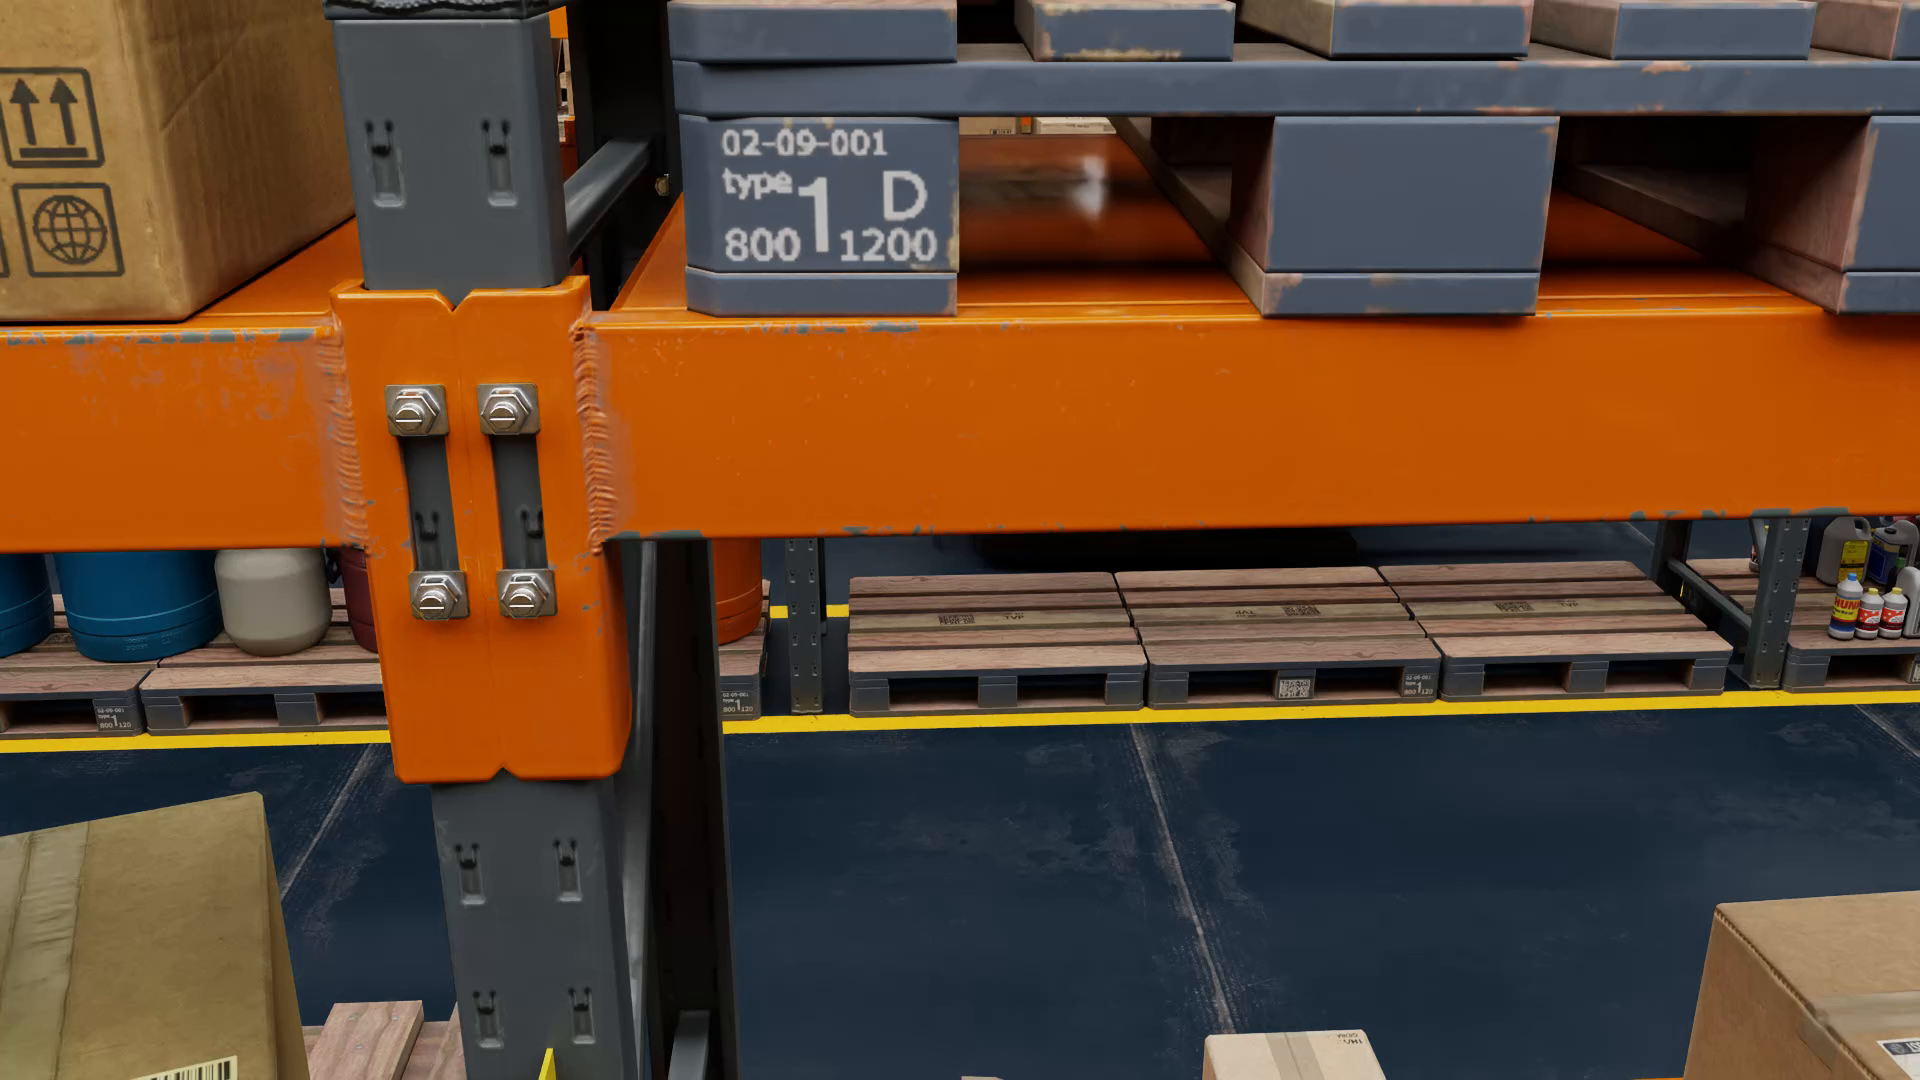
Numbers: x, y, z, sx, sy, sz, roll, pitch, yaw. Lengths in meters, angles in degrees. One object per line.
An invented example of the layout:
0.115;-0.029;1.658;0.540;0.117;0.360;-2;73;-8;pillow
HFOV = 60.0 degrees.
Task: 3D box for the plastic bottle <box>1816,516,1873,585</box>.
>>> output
3.979;0.018;7.461;0.185;0.351;0.144;-1;21;-3;plastic bottle

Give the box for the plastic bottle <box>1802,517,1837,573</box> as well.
3.970;-0.033;7.596;0.185;0.351;0.144;-2;21;-4;plastic bottle

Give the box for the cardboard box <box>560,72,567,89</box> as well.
-3.657;-4.255;15.345;0.250;0.149;0.380;-2;21;-5;cardboard box

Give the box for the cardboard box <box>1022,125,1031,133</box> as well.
0.560;-5.155;21.049;0.625;0.372;0.950;0;21;-1;cardboard box

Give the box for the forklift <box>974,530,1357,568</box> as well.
1.582;-1.418;8.227;3.031;2.935;1.130;-1;21;-1;forklift

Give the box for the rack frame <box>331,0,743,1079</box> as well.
-0.371;0.891;2.064;0.127;3.000;1.000;-1;21;-3;rack frame

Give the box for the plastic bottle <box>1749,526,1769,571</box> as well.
3.688;0.034;7.629;0.097;0.201;0.097;0;21;0;plastic bottle

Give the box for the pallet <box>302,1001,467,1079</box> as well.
-1.043;1.020;1.997;1.003;0.211;1.213;-1;21;-3;pallet

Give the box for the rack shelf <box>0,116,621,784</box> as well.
-2.367;-0.134;1.552;4.000;0.370;1.077;-1;21;-3;rack shelf

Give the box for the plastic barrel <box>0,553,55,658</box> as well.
-4.099;-0.008;6.784;0.708;0.901;0.600;-1;21;-3;plastic barrel

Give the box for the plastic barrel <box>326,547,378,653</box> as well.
-2.264;0.101;6.938;0.708;0.588;0.600;-1;21;-3;plastic barrel

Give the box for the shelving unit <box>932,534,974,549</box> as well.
-0.038;-0.420;8.459;0.210;0.900;0.258;-1;21;-1;shelving unit

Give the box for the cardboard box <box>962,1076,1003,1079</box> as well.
-0.005;0.941;2.059;0.500;0.311;0.500;0;21;0;cardboard box

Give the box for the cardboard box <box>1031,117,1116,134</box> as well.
0.754;-2.706;11.134;0.500;0.250;0.500;-2;21;-5;cardboard box

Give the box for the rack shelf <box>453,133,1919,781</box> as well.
1.626;-0.215;1.765;4.000;0.370;1.077;-1;21;-3;rack shelf

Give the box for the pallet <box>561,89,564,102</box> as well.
-4.337;-4.185;15.666;1.213;0.211;1.003;-1;21;-3;pallet

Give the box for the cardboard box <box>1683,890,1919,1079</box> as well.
1.304;0.805;2.151;0.500;0.500;0.500;-2;21;-6;cardboard box

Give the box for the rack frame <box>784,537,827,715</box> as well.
-0.650;-0.868;6.686;0.127;3.000;1.000;-1;21;-3;rack frame

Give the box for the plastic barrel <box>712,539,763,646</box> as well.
-1.137;-0.034;6.956;0.708;0.830;0.600;-1;21;-3;plastic barrel

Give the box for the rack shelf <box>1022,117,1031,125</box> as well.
0.882;-4.096;16.175;4.000;0.370;1.077;-1;21;-3;rack shelf

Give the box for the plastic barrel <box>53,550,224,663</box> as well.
-3.392;-0.022;6.822;0.708;0.901;0.600;-1;21;-3;plastic barrel

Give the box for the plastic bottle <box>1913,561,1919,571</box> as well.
4.165;0.163;7.083;0.185;0.351;0.144;-1;21;-3;plastic bottle

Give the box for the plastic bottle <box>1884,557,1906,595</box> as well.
4.002;0.209;7.055;0.133;0.283;0.061;-1;21;-3;plastic bottle

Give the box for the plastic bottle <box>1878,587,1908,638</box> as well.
3.890;0.298;6.938;0.097;0.201;0.097;0;21;0;plastic bottle

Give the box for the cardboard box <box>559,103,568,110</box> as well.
-2.459;-2.738;11.457;0.500;0.500;0.500;-2;21;-4;cardboard box

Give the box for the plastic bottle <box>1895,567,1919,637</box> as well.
4.008;0.251;6.957;0.135;0.276;0.152;0;21;-1;plastic bottle

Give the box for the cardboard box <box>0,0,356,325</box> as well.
-0.804;-0.536;1.458;0.500;0.500;0.910;-1;21;-3;cardboard box

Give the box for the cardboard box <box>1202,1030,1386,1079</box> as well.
0.512;0.892;2.415;0.250;0.149;0.380;-1;21;-3;cardboard box

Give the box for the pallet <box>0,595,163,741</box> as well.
-3.870;0.515;6.971;1.213;0.211;1.003;-1;21;-3;pallet

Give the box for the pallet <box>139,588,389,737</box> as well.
-2.649;0.489;7.039;1.213;0.211;1.003;-1;21;-3;pallet

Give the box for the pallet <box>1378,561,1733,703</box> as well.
2.562;0.383;7.318;1.213;0.211;1.003;-1;21;-3;pallet

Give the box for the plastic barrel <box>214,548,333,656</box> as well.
-2.823;0.180;6.838;0.421;0.512;0.421;0;21;0;plastic barrel

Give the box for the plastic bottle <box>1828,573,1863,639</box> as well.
3.687;0.269;6.915;0.097;0.271;0.097;0;21;0;plastic bottle

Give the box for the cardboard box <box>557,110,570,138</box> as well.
-2.427;-2.557;10.980;0.500;0.500;0.500;-2;21;-5;cardboard box

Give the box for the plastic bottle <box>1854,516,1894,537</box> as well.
4.162;-0.037;7.606;0.185;0.351;0.144;-2;21;-6;plastic bottle

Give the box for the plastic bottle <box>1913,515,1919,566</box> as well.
4.484;-0.043;7.623;0.185;0.351;0.144;-1;21;-3;plastic bottle

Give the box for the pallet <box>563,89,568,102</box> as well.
-3.089;-4.247;15.831;1.213;0.211;1.003;-1;21;-3;pallet

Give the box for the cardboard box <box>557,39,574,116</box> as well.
-2.314;-3.122;11.055;0.637;0.503;0.797;-1;21;-2;cardboard box

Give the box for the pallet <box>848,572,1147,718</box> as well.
0.126;0.433;7.187;1.213;0.211;1.003;-1;21;-3;pallet

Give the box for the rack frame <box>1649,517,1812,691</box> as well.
3.344;-0.950;6.899;0.127;3.000;1.000;-1;21;-3;rack frame

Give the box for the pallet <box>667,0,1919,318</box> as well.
0.302;-0.468;1.684;1.003;0.211;1.213;0;21;-1;pallet

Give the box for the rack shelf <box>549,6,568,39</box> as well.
-2.646;-1.893;6.174;4.000;0.370;1.077;-1;21;-3;rack shelf

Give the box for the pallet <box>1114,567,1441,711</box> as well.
1.341;0.409;7.250;1.213;0.211;1.003;-1;21;-3;pallet

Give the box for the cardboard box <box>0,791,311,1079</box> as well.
-0.993;0.701;1.833;0.500;0.500;0.700;-8;22;-21;cardboard box

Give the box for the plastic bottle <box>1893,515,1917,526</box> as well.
4.322;-0.023;7.666;0.133;0.283;0.061;0;21;1;plastic bottle

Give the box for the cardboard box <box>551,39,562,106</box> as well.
-2.983;-3.106;11.013;0.637;0.503;0.797;0;21;-1;cardboard box

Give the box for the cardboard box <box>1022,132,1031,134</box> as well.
0.371;-3.536;16.264;0.750;0.750;1.050;-1;21;-2;cardboard box

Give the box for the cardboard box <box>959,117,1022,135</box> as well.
0.156;-2.943;11.404;0.500;0.500;0.700;2;21;5;cardboard box

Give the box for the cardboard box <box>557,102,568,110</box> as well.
-2.958;-2.729;11.432;0.500;0.500;0.500;-1;21;-3;cardboard box

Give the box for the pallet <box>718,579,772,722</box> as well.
-1.434;0.466;7.101;1.213;0.211;1.003;-1;21;-3;pallet

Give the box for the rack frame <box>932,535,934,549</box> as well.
-0.140;-0.419;8.457;0.006;0.900;0.240;-1;21;-1;rack frame

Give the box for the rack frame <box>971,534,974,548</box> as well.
0.063;-0.421;8.462;0.006;0.900;0.240;-1;21;-1;rack frame

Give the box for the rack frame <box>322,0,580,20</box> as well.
-0.371;-1.912;0.997;0.127;3.000;1.000;-1;21;-3;rack frame

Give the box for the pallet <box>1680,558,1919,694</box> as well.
4.017;0.355;7.393;1.213;0.211;1.003;-1;21;-3;pallet

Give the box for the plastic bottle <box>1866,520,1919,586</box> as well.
4.196;0.050;7.482;0.135;0.276;0.152;-1;21;-3;plastic bottle

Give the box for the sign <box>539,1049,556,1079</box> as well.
-0.330;0.580;1.367;0.005;0.325;0.100;-1;21;-3;sign

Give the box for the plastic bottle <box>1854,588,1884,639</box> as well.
3.789;0.300;6.933;0.097;0.201;0.097;0;21;0;plastic bottle

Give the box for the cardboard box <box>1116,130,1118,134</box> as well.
1.336;-2.886;11.249;0.637;0.503;0.797;1;21;2;cardboard box
